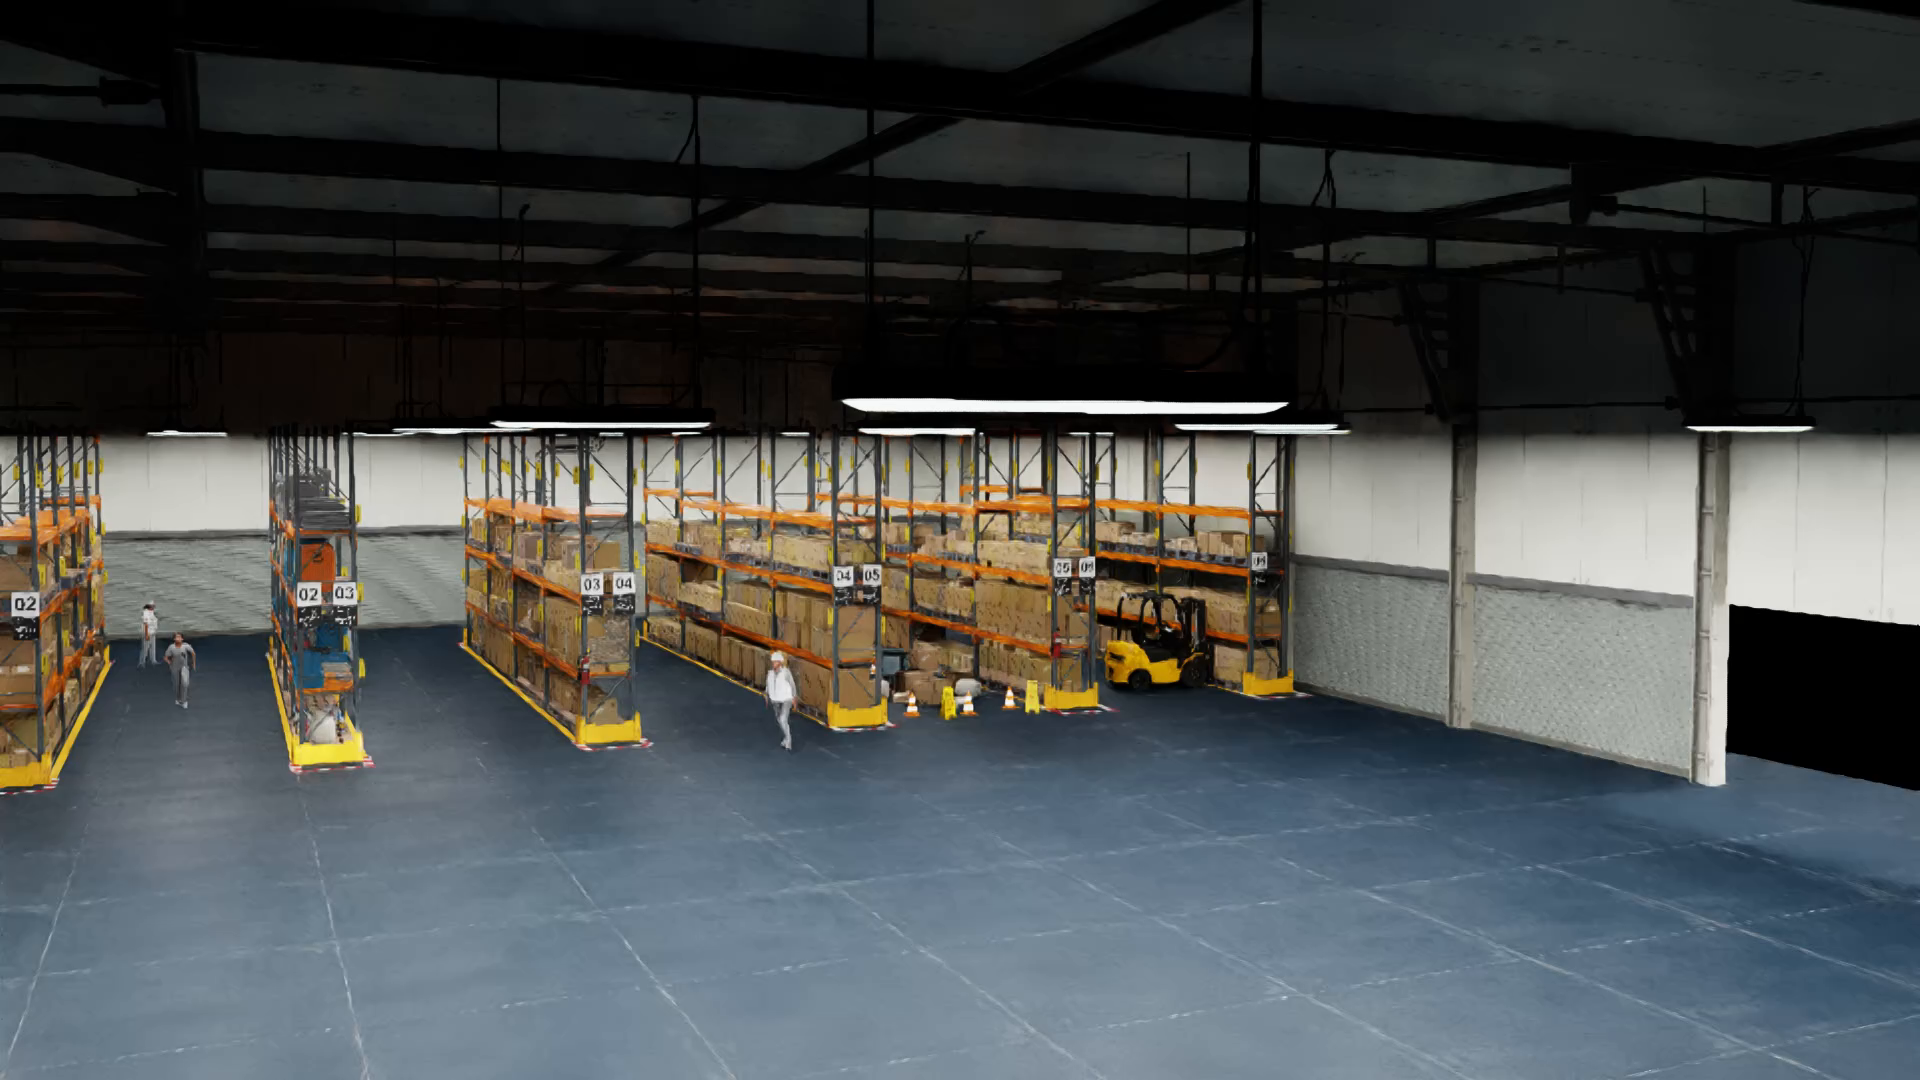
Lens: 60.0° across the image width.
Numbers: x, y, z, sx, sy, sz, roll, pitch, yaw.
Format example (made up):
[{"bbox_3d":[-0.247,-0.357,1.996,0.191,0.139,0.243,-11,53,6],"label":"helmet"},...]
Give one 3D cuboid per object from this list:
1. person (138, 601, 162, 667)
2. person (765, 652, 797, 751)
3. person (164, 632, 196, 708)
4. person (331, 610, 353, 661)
[{"bbox_3d":[-20.335,2.345,41.670,0.495,1.660,0.614,-1,4,-18],"label":"person"},{"bbox_3d":[-3.316,2.916,30.824,0.576,1.702,0.496,2,4,30],"label":"person"},{"bbox_3d":[-16.677,2.748,35.538,0.589,1.600,0.820,-1,4,-19],"label":"person"},{"bbox_3d":[-15.861,2.249,42.634,0.536,1.707,1.036,-2,4,-32],"label":"person"}]
